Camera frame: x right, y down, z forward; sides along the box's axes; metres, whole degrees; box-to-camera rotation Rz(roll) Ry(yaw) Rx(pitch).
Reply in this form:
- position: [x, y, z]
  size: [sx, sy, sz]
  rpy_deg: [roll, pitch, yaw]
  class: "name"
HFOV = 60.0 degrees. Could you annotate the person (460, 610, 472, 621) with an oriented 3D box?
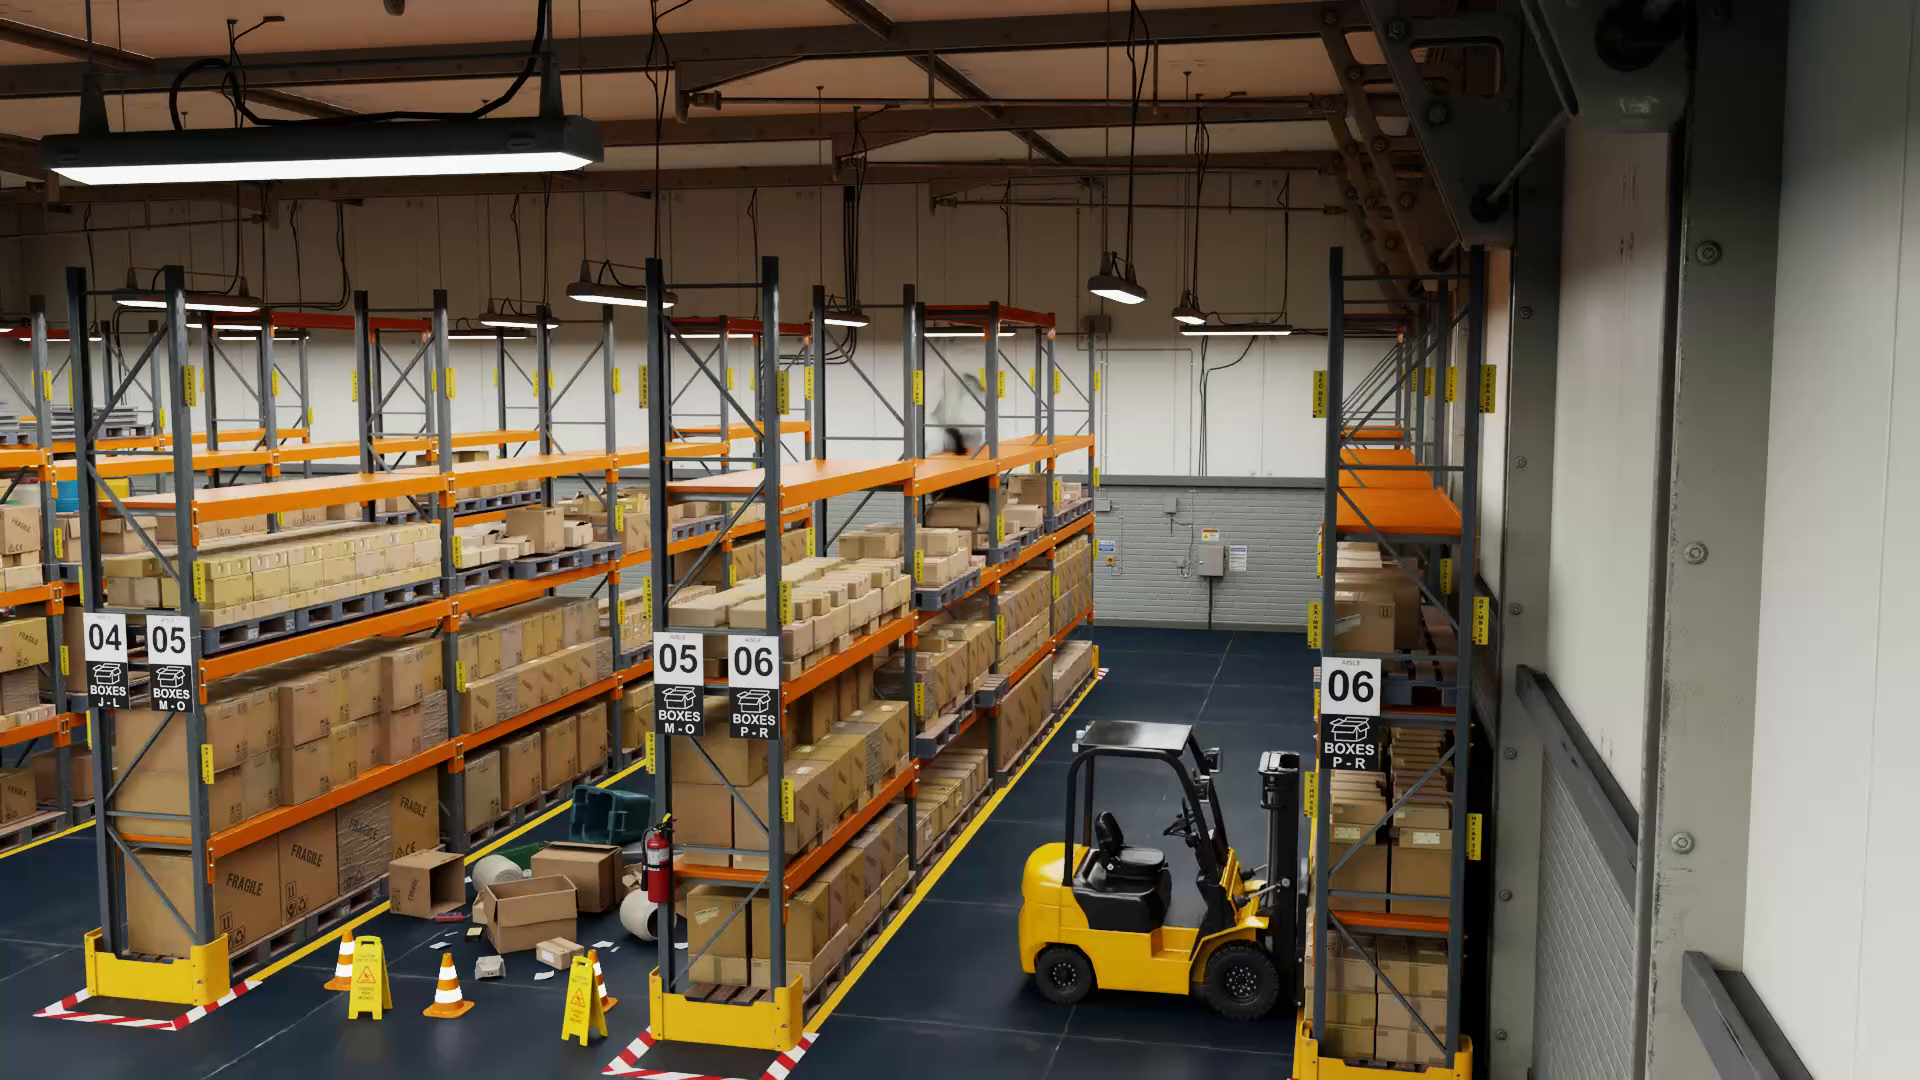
- position: [-7.364, 1.855, 24.712]
  size: [0.588, 1.626, 0.645]
  rpy_deg: [1, 6, 7]
  class: "person"
